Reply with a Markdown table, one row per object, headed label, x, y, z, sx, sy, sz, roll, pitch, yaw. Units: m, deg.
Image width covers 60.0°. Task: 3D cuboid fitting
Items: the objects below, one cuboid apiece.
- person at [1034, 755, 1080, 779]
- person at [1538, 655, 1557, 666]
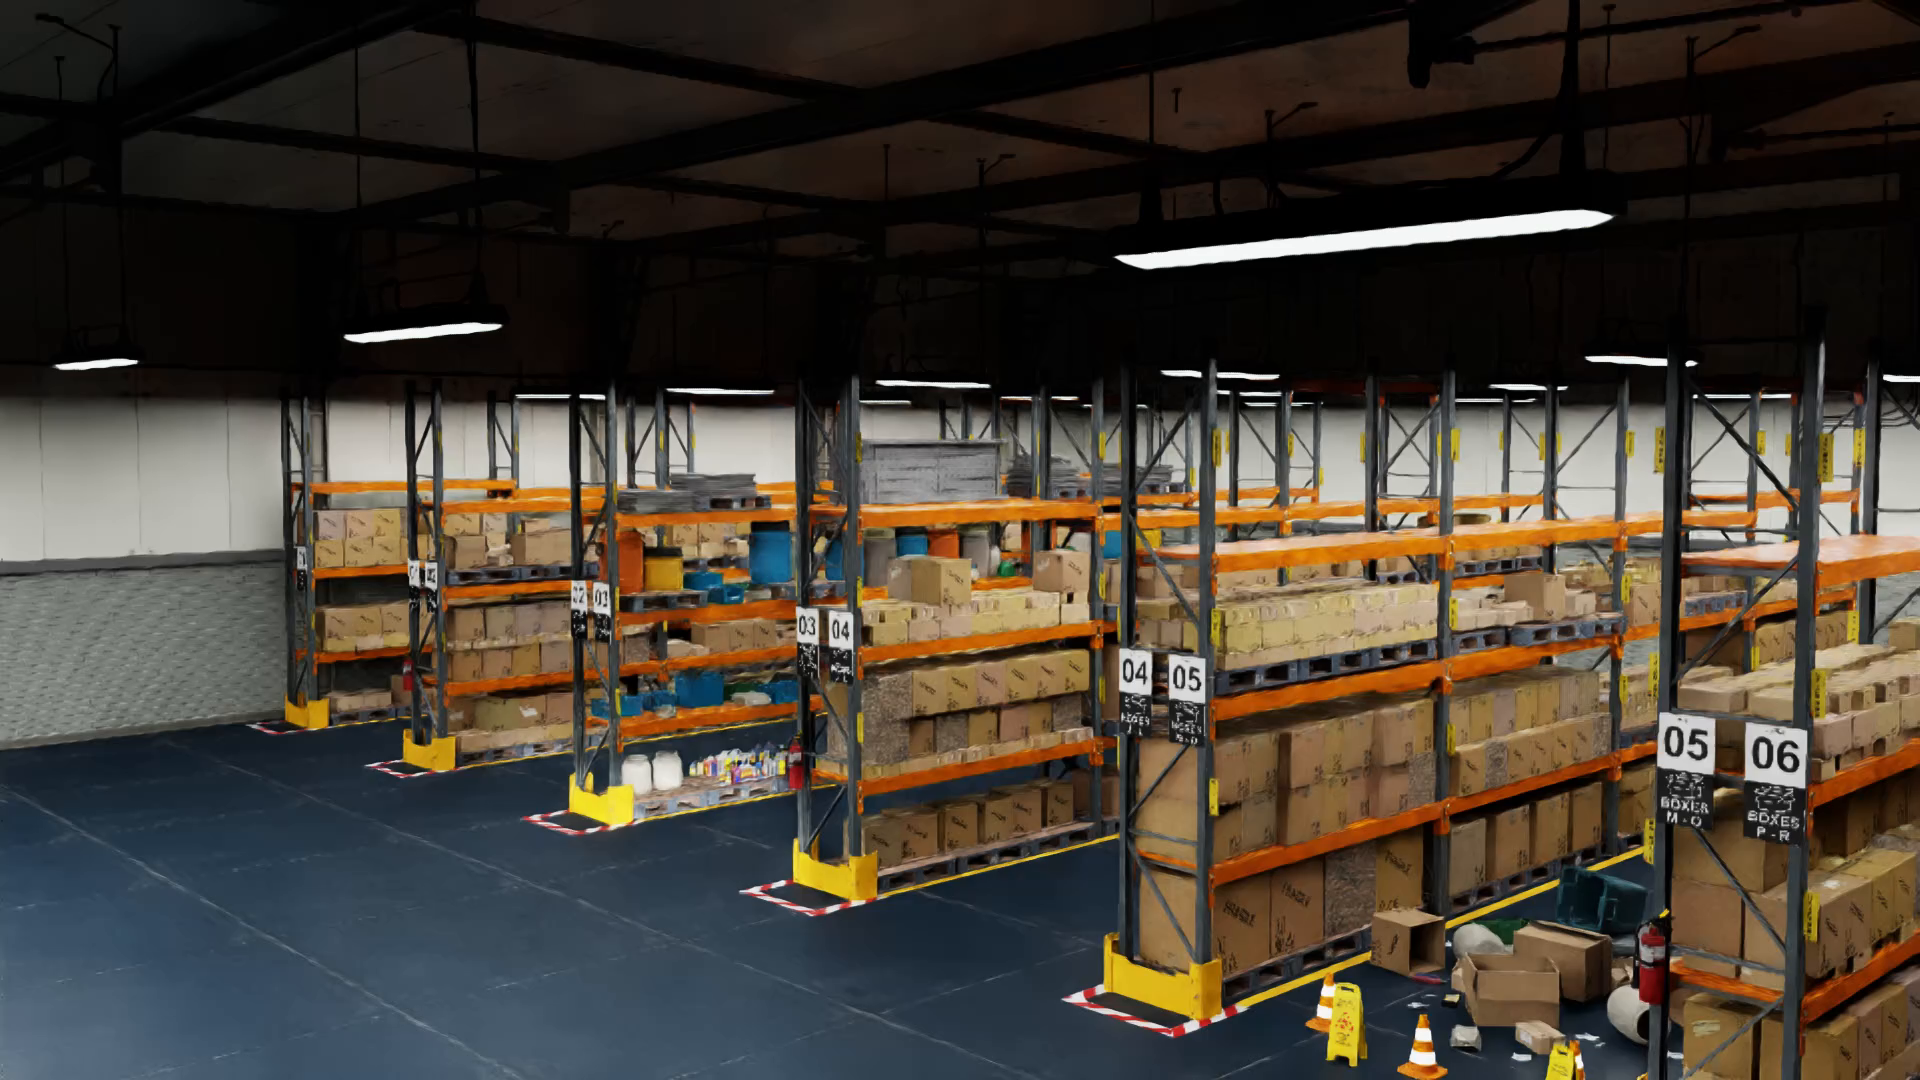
| label | x | y | z | sx | sy | sz | roll | pitch | yaw |
| --- | --- | --- | --- | --- | --- | --- | --- | --- | --- |
| person | 1.367 | 2.857 | 23.528 | 0.995 | 1.579 | 0.478 | -2 | 4 | -34 |
| person | 10.770 | 2.297 | 30.717 | 0.759 | 1.768 | 0.578 | -1 | 4 | -9 |
